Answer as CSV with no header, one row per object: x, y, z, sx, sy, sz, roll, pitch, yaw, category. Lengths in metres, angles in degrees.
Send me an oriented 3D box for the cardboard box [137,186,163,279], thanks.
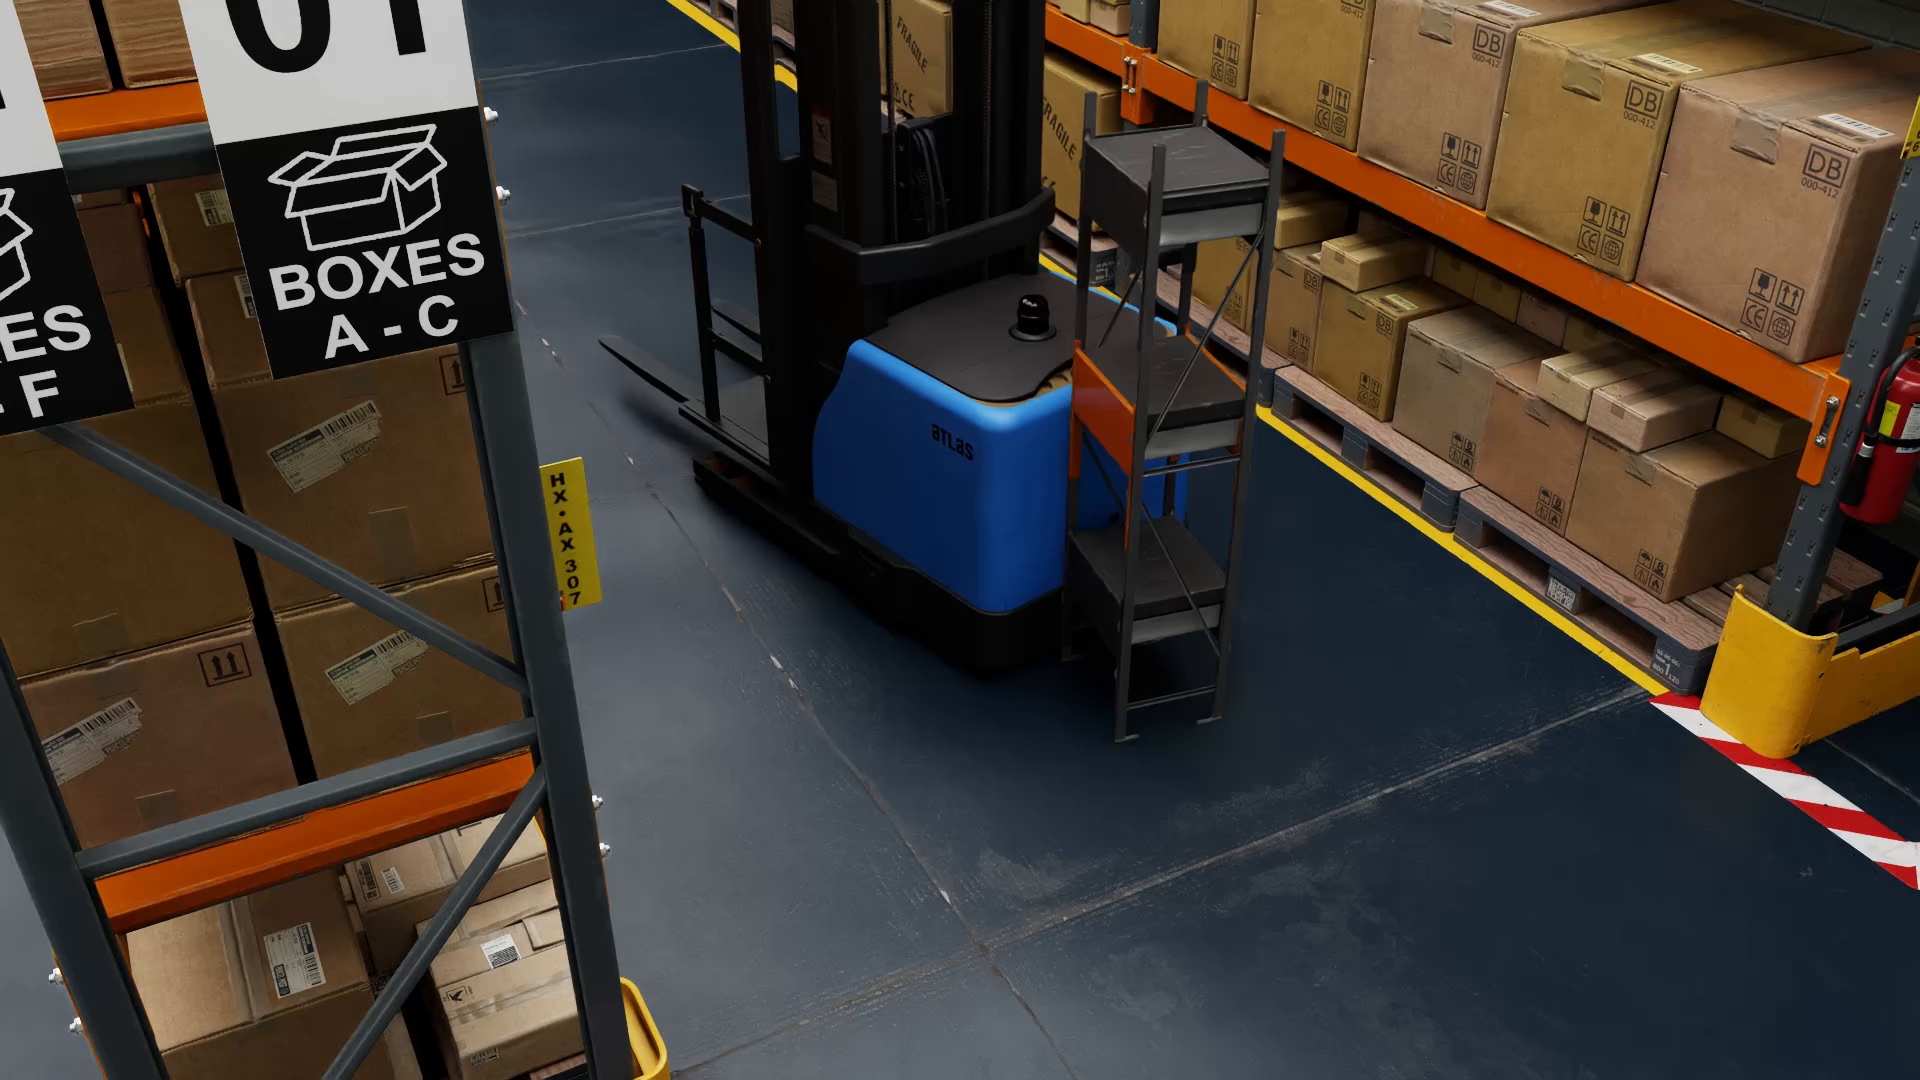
-2.635,-1.281,5.877,0.500,0.500,0.500,-15,36,-22,cardboard box

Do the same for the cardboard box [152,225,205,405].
-2.152,-0.791,5.111,0.500,0.500,0.500,-15,36,-22,cardboard box

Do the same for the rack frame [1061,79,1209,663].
0.560,-0.476,5.546,0.400,2.100,0.015,-10,34,-16,rack frame

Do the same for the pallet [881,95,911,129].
-0.279,-3.000,11.238,1.003,0.211,1.213,-16,36,-23,pallet

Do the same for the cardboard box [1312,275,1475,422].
2.012,-0.916,7.328,0.700,0.500,0.500,-15,36,-22,cardboard box

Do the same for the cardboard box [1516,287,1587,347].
2.498,-0.931,6.750,0.380,0.149,0.250,-15,36,-22,cardboard box

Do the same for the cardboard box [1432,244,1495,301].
2.260,-1.174,7.129,0.380,0.149,0.250,-17,36,-24,cardboard box

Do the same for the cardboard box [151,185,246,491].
-1.454,-0.493,3.719,0.500,0.500,0.500,-15,36,-23,cardboard box

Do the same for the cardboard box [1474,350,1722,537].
2.502,-0.424,6.559,0.700,0.500,0.500,-16,36,-23,cardboard box

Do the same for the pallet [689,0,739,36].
-1.508,-4.350,13.345,1.003,0.211,1.213,-16,36,-23,pallet

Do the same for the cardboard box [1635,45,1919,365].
2.904,-1.119,5.438,0.980,0.700,0.700,-14,35,-21,cardboard box

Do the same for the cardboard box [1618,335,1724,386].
2.734,-0.690,6.374,0.380,0.149,0.250,-16,36,-23,cardboard box

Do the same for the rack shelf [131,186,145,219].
-4.028,-2.065,7.859,1.077,0.370,4.000,-16,36,-23,rack shelf

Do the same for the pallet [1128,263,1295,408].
1.571,-1.104,8.278,1.003,0.211,1.213,-16,36,-23,pallet

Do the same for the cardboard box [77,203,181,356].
-1.917,-0.351,3.498,0.500,0.500,0.500,-15,36,-22,cardboard box

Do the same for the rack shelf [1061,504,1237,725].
0.638,0.250,5.736,0.431,0.518,0.480,-10,34,-16,rack shelf

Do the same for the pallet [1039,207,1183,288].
0.859,-1.836,9.420,1.003,0.211,1.213,-16,36,-23,pallet

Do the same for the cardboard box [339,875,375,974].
-1.811,1.090,4.487,0.380,0.166,0.250,-16,36,-23,cardboard box

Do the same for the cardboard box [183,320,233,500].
-1.681,-0.310,4.360,0.500,0.500,0.500,-16,36,-23,cardboard box

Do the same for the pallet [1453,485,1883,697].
2.708,0.060,6.460,1.003,0.211,1.213,-16,36,-23,pallet

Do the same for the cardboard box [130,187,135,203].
-2.857,-0.900,5.281,0.500,0.500,0.500,-15,36,-22,cardboard box

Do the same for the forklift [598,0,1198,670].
-0.469,-1.494,6.364,1.130,2.935,3.031,-25,40,-33,forklift

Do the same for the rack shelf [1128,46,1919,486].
2.218,-1.404,6.827,1.077,0.370,4.000,-16,36,-23,rack shelf

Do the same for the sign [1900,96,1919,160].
2.664,-1.209,4.564,0.100,0.325,0.005,-16,36,-23,sign

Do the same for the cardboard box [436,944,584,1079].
-1.121,1.225,4.293,0.380,0.149,0.250,-16,36,-23,cardboard box

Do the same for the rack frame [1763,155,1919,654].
3.150,-0.752,5.143,1.000,3.000,0.127,-16,36,-23,rack frame

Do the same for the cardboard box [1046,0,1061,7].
0.658,-2.903,8.715,0.380,0.149,0.250,-15,35,-22,cardboard box

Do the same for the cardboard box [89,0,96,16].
-1.926,-1.124,3.083,0.500,0.250,0.500,-16,36,-23,cardboard box

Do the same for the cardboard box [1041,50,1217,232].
0.867,-2.210,9.022,0.750,0.750,0.750,-15,36,-23,cardboard box

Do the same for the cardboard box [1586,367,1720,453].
2.514,-0.474,6.035,0.380,0.149,0.250,-16,36,-24,cardboard box

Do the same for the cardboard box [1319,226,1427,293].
1.785,-1.217,7.196,0.380,0.149,0.250,-17,36,-24,cardboard box

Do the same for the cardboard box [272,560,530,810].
-1.204,0.176,3.603,0.500,0.500,0.500,-15,36,-22,cardboard box

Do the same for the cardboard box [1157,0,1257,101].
1.524,-2.524,7.631,0.980,0.700,0.700,-15,36,-22,cardboard box

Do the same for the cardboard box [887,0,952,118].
0.050,-3.038,10.315,0.750,0.750,0.750,-16,36,-23,cardboard box

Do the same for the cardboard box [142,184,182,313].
-1.921,-0.975,4.472,0.500,0.500,0.500,-16,36,-24,cardboard box

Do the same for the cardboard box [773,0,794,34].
-0.961,-4.033,12.174,0.700,0.500,0.500,-15,36,-22,cardboard box

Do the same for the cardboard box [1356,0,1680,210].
2.207,-1.830,6.547,0.980,0.700,0.700,-18,37,-25,cardboard box

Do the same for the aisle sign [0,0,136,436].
-1.469,-0.489,2.323,0.394,0.787,0.004,-16,36,-23,aisle sign

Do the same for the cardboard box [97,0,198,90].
-1.245,-1.013,2.909,0.500,0.250,0.500,-16,36,-23,cardboard box

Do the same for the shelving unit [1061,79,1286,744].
0.639,-0.351,5.351,0.431,2.100,0.503,-10,34,-16,shelving unit

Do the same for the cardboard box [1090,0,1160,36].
0.877,-2.654,8.326,0.380,0.149,0.250,-16,36,-23,cardboard box

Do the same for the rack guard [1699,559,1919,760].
3.162,0.312,5.800,1.175,0.500,0.348,-16,36,-23,rack guard

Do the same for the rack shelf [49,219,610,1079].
-2.163,-0.156,4.879,1.077,0.370,4.000,-16,36,-23,rack shelf

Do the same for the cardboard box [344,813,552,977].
-1.466,0.899,4.707,0.500,0.250,0.500,-16,36,-23,cardboard box

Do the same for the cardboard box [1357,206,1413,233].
2.022,-1.418,7.510,0.380,0.149,0.250,-17,36,-25,cardboard box

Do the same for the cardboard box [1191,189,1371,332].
1.543,-1.403,8.086,0.700,0.500,0.500,-15,36,-23,cardboard box
